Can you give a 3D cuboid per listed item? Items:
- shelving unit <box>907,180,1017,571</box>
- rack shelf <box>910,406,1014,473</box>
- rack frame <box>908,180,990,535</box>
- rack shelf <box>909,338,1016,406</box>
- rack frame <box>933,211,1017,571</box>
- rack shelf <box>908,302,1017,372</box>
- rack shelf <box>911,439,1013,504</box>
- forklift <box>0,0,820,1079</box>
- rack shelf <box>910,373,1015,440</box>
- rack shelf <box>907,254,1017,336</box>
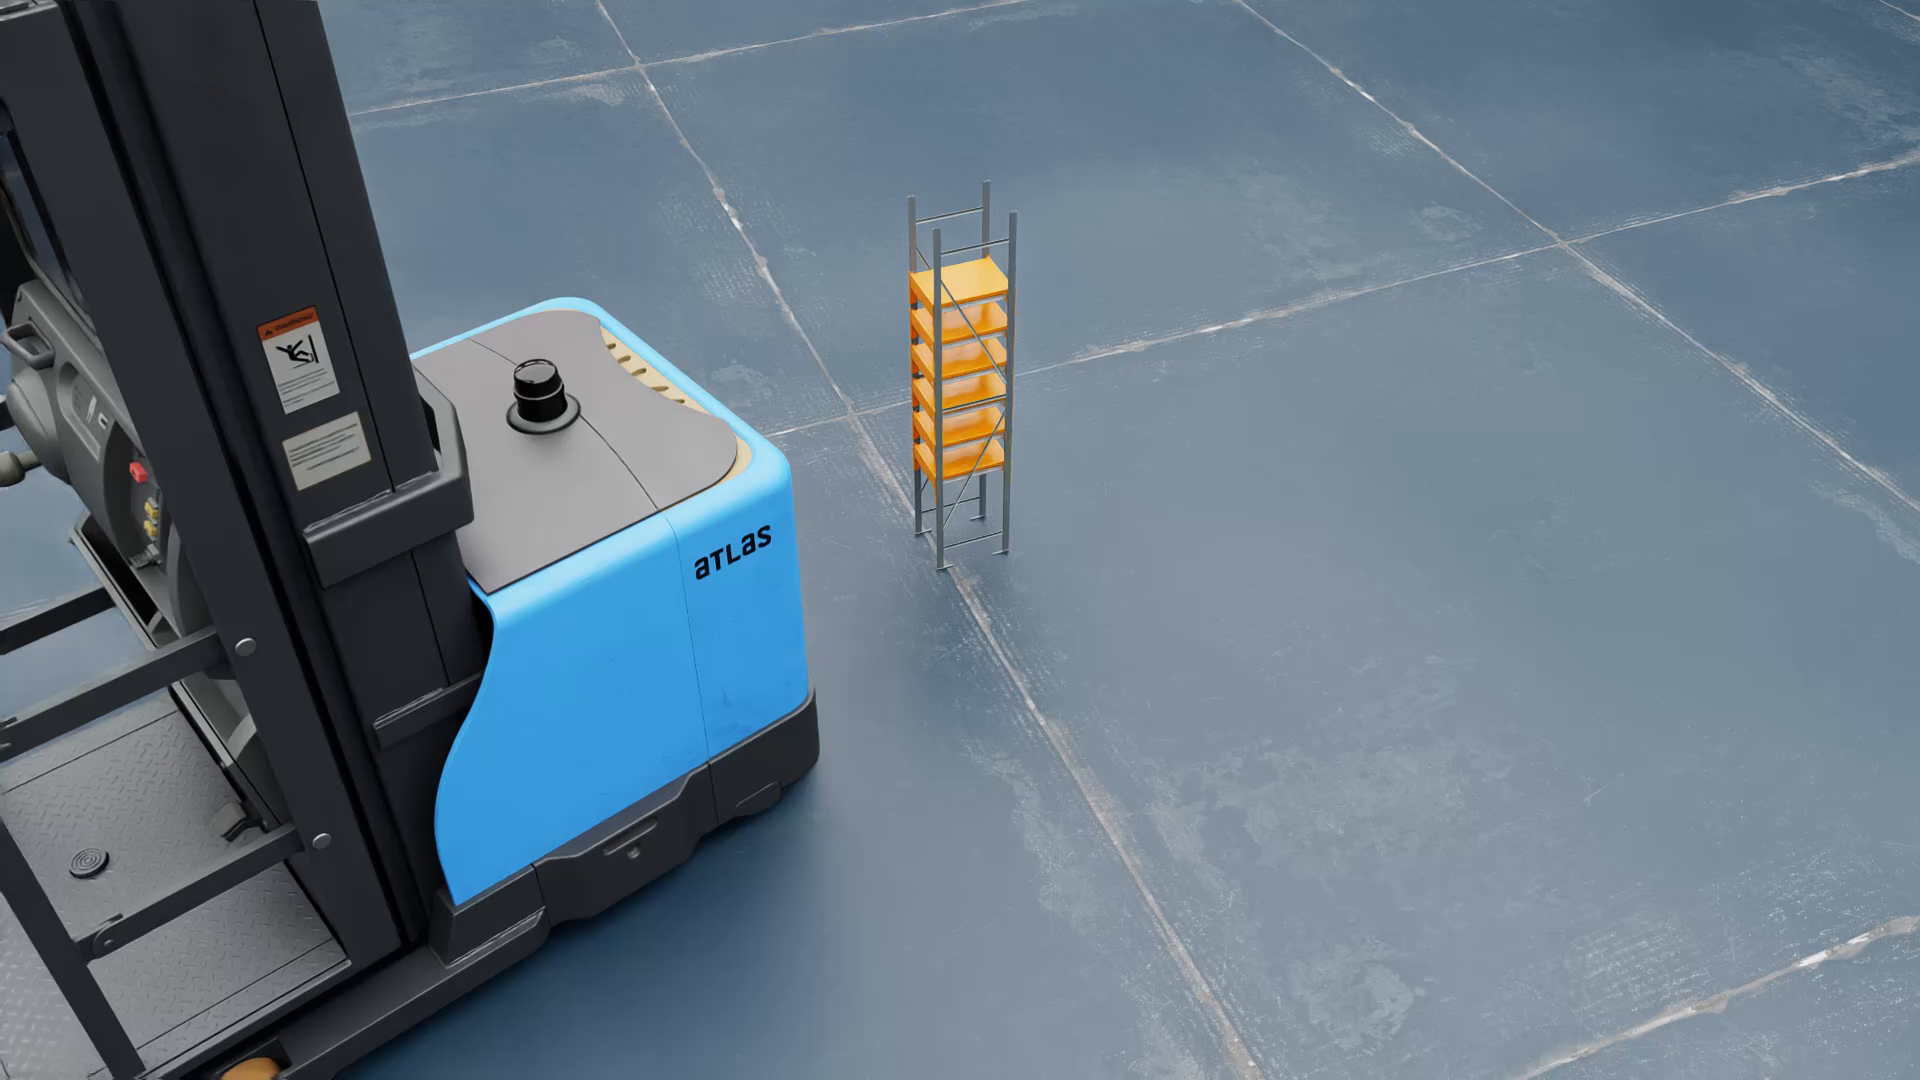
[{"bbox_3d":[0.006,-0.446,4.849,0.258,1.200,0.189,-15,43,-17],"label":"shelving unit"},{"bbox_3d":[0.006,-0.322,4.956,0.258,0.103,0.180,-15,43,-17],"label":"rack shelf"},{"bbox_3d":[-0.029,-0.501,4.913,0.240,1.200,0.006,-15,43,-17],"label":"rack frame"},{"bbox_3d":[0.006,-0.504,4.799,0.258,0.103,0.180,-15,43,-17],"label":"rack shelf"},{"bbox_3d":[0.041,-0.391,4.785,0.240,1.200,0.006,-15,43,-17],"label":"rack frame"},{"bbox_3d":[0.006,-0.594,4.721,0.258,0.103,0.180,-15,43,-17],"label":"rack shelf"},{"bbox_3d":[0.006,-0.231,5.034,0.258,0.103,0.180,-15,43,-17],"label":"rack shelf"},{"bbox_3d":[-1.828,-0.100,3.118,3.031,2.935,1.130,-29,48,-29],"label":"forklift"},{"bbox_3d":[0.006,-0.413,4.878,0.258,0.103,0.180,-15,43,-17],"label":"rack shelf"},{"bbox_3d":[0.006,-0.685,4.643,0.258,0.103,0.180,-15,43,-17],"label":"rack shelf"}]
